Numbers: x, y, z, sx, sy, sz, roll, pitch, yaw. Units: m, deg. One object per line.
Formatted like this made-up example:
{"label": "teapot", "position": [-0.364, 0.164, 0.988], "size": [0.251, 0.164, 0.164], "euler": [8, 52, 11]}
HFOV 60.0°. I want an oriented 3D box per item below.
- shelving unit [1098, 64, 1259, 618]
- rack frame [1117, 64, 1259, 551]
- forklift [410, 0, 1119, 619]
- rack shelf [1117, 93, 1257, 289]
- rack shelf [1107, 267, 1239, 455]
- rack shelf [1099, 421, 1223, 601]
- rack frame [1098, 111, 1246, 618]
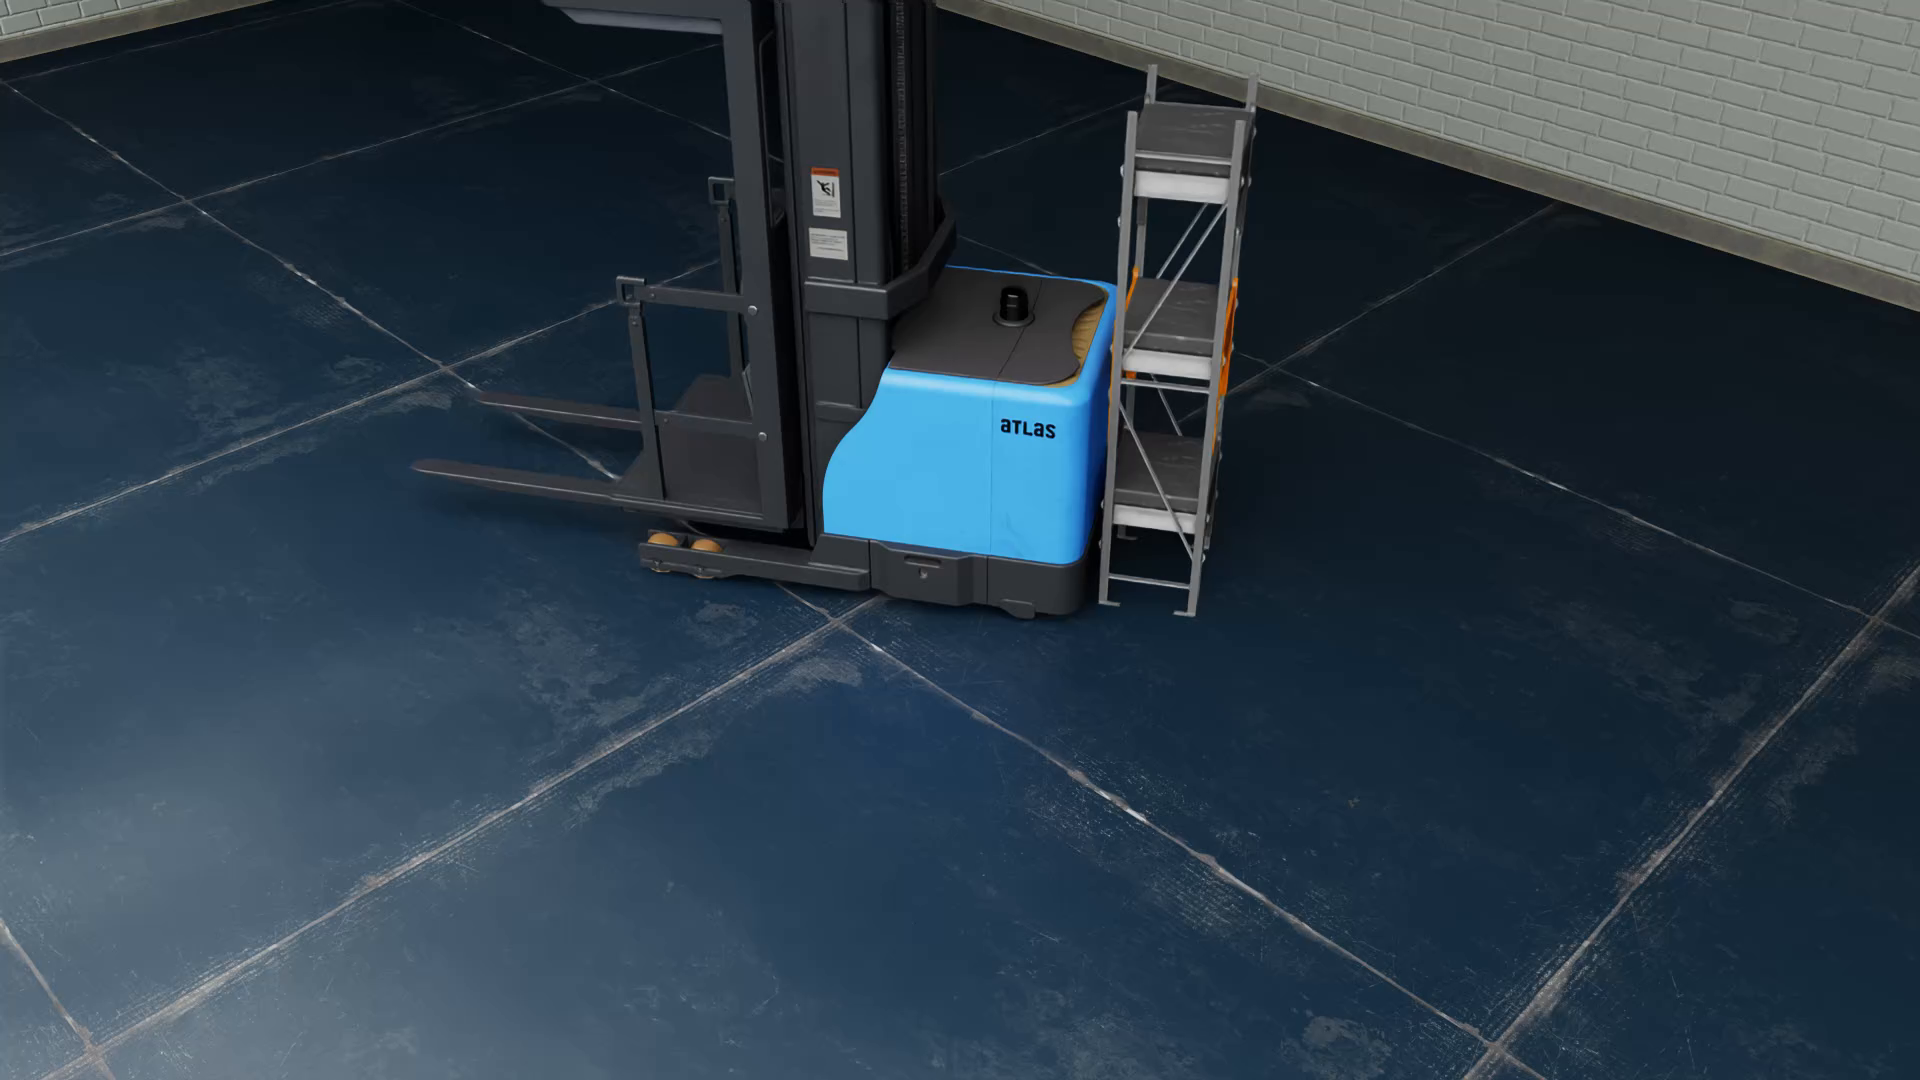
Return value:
{"label": "shelving unit", "position": [0.825, -0.710, 6.433], "size": [0.431, 2.100, 0.503], "euler": [8, 36, 11]}
{"label": "rack frame", "position": [0.882, -0.846, 6.627], "size": [0.400, 2.100, 0.015], "euler": [8, 36, 11]}
{"label": "forklift", "position": [-0.873, -1.322, 6.583], "size": [3.031, 2.935, 1.130], "euler": [8, 36, 11]}
{"label": "rack shelf", "position": [0.825, -1.273, 6.040], "size": [0.431, 0.518, 0.480], "euler": [8, 36, 11]}
{"label": "rack shelf", "position": [0.825, -0.699, 6.440], "size": [0.431, 0.518, 0.480], "euler": [8, 36, 11]}
{"label": "rack shelf", "position": [0.825, -0.125, 6.841], "size": [0.431, 0.518, 0.480], "euler": [8, 36, 11]}
{"label": "rack frame", "position": [0.768, -0.574, 6.238], "size": [0.400, 2.100, 0.015], "euler": [8, 36, 11]}
